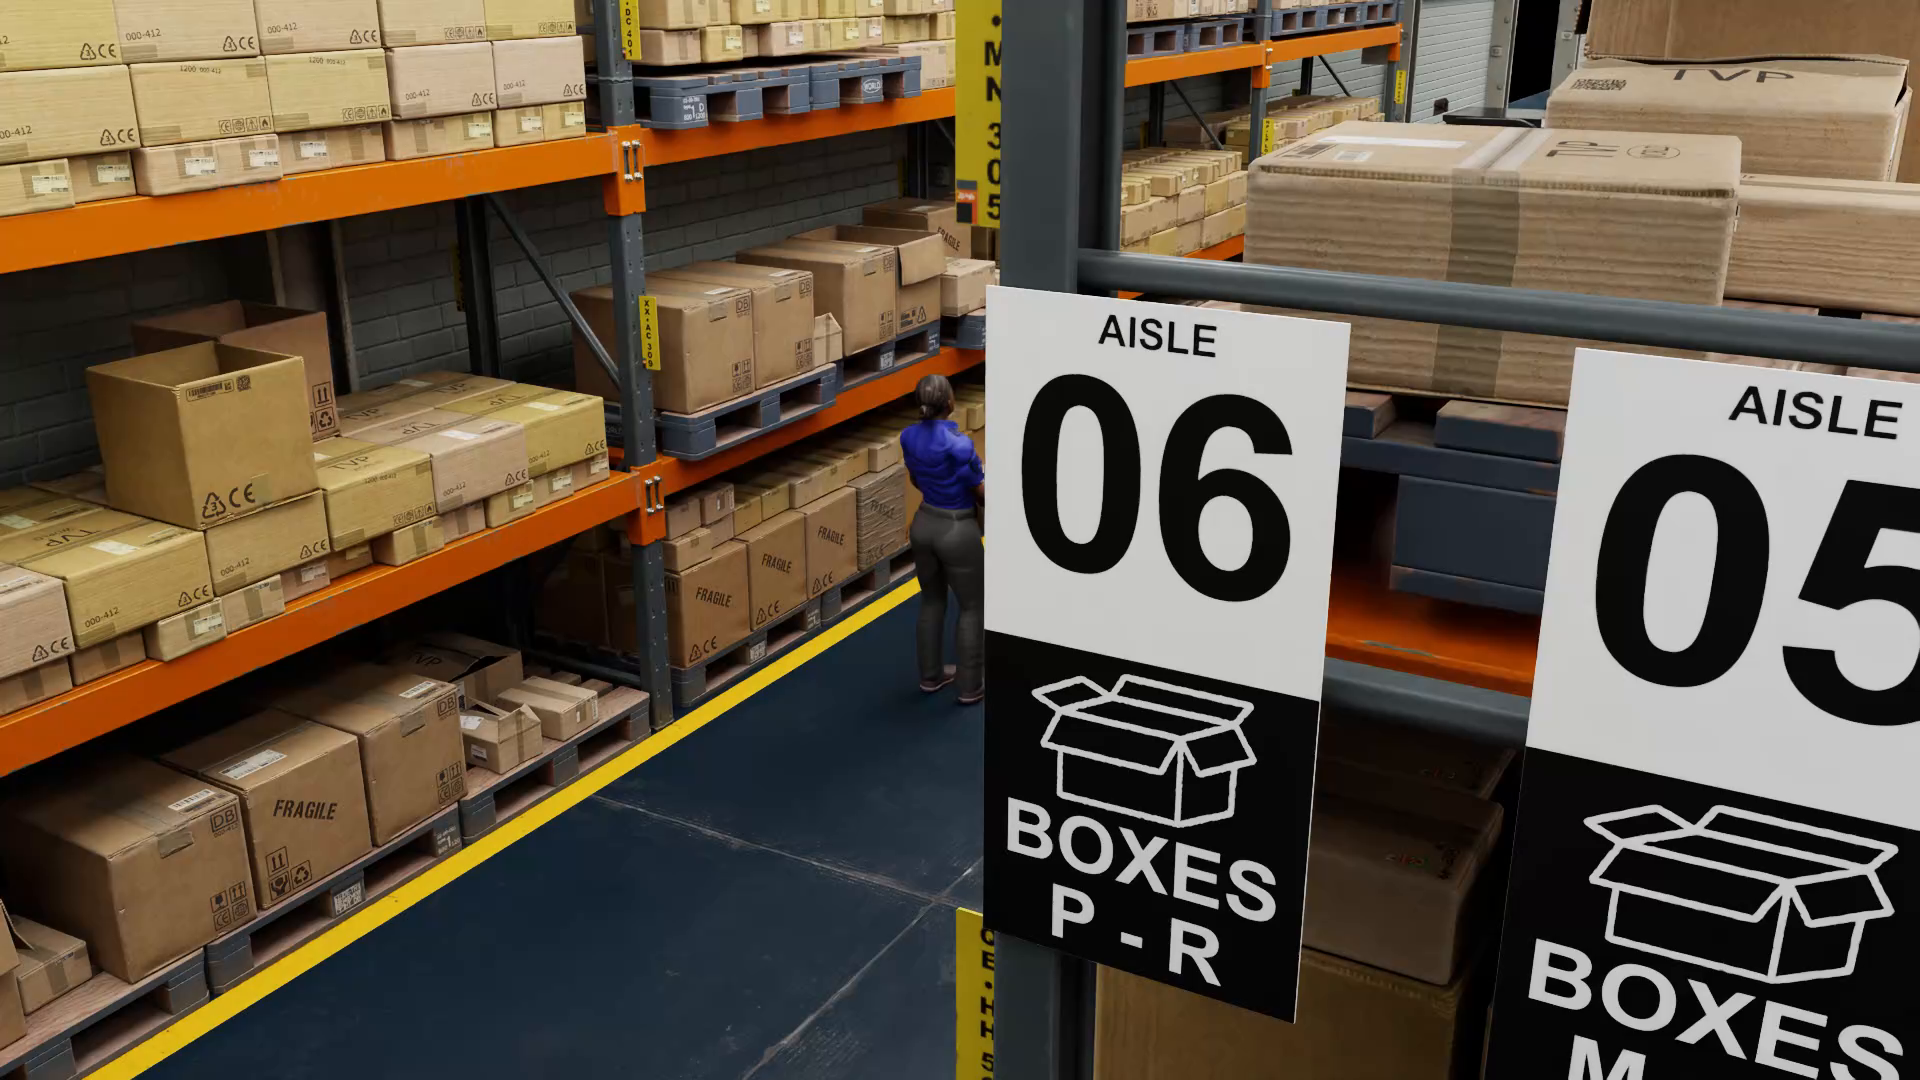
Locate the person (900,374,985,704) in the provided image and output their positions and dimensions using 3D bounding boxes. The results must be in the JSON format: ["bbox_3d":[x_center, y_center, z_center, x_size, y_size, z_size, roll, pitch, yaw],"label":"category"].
[{"bbox_3d":[-0.024,-0.031,8.164,0.456,1.656,0.503,16,25,38],"label":"person"}]
